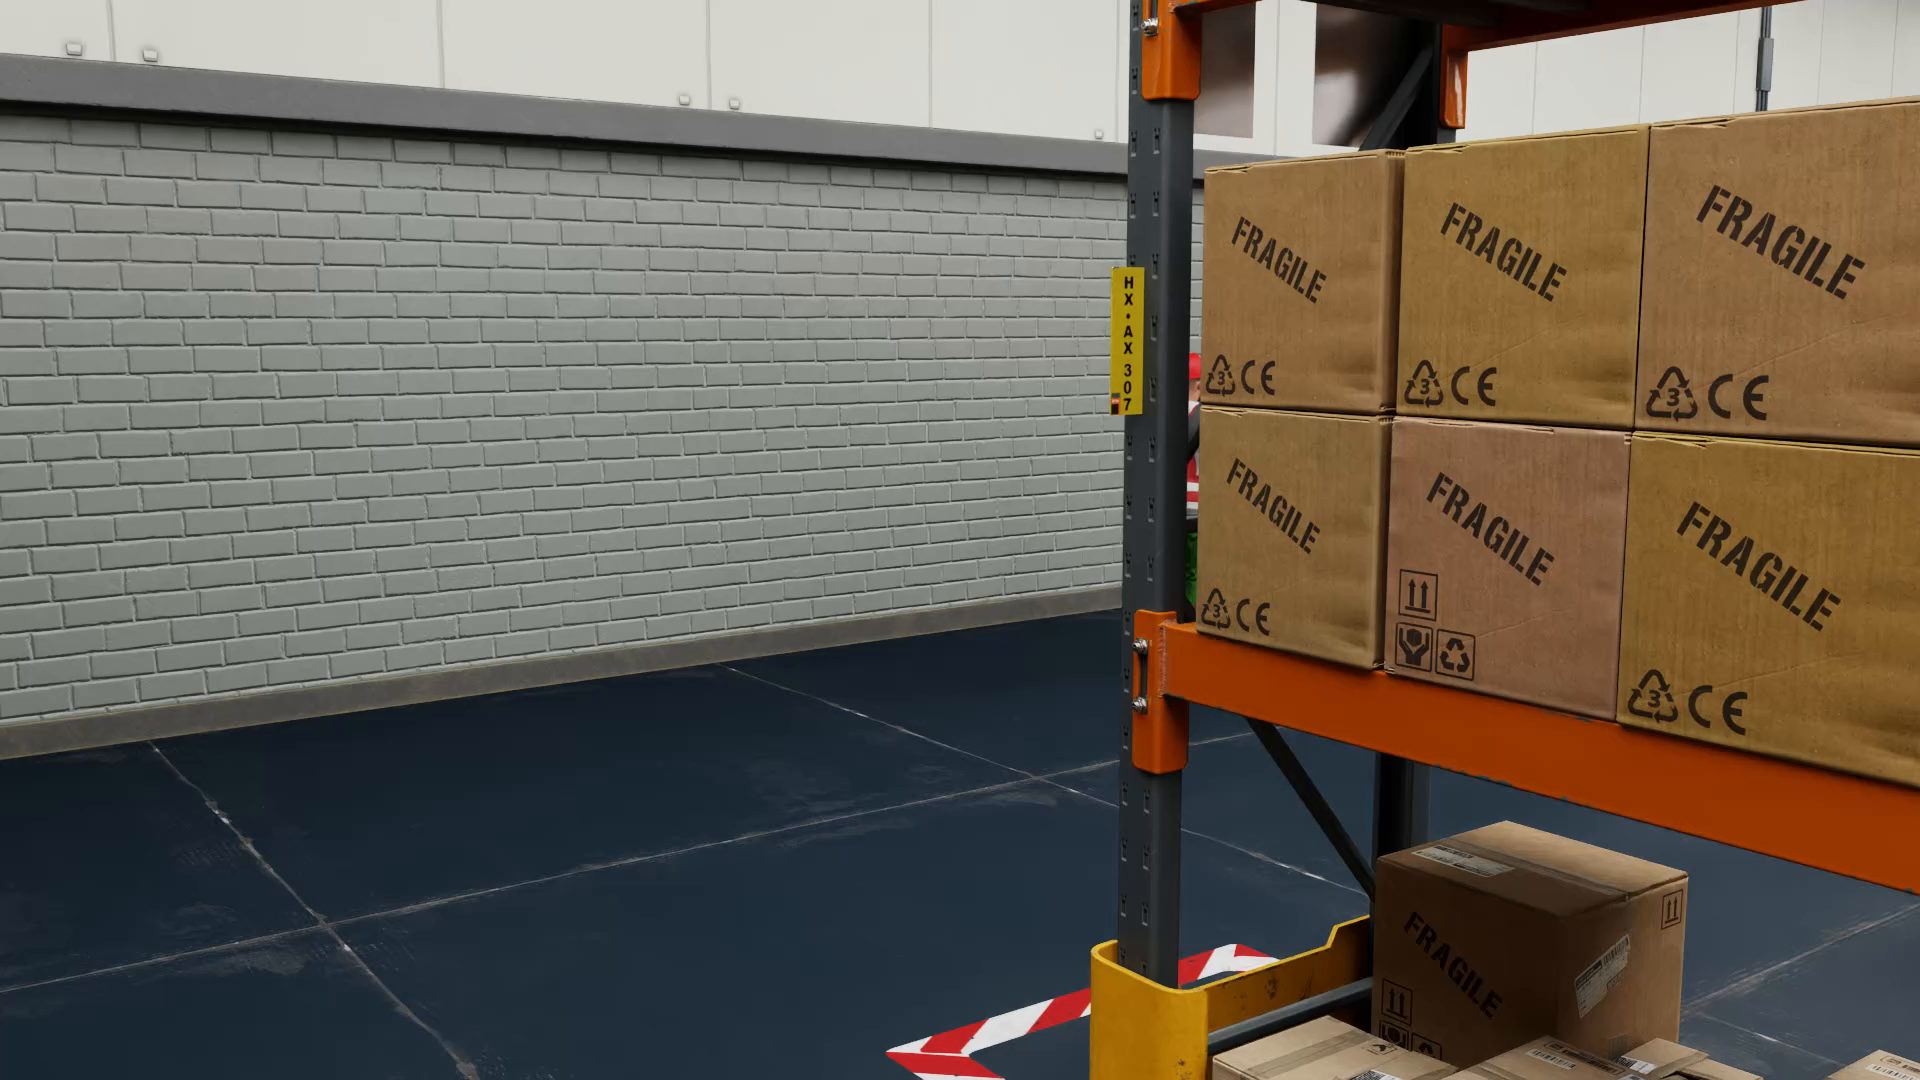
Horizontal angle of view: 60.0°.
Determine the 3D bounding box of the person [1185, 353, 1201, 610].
[{"bbox_3d":[1.318,-0.160,9.491,0.343,1.805,0.524,-5,9,-35],"label":"person"}]
